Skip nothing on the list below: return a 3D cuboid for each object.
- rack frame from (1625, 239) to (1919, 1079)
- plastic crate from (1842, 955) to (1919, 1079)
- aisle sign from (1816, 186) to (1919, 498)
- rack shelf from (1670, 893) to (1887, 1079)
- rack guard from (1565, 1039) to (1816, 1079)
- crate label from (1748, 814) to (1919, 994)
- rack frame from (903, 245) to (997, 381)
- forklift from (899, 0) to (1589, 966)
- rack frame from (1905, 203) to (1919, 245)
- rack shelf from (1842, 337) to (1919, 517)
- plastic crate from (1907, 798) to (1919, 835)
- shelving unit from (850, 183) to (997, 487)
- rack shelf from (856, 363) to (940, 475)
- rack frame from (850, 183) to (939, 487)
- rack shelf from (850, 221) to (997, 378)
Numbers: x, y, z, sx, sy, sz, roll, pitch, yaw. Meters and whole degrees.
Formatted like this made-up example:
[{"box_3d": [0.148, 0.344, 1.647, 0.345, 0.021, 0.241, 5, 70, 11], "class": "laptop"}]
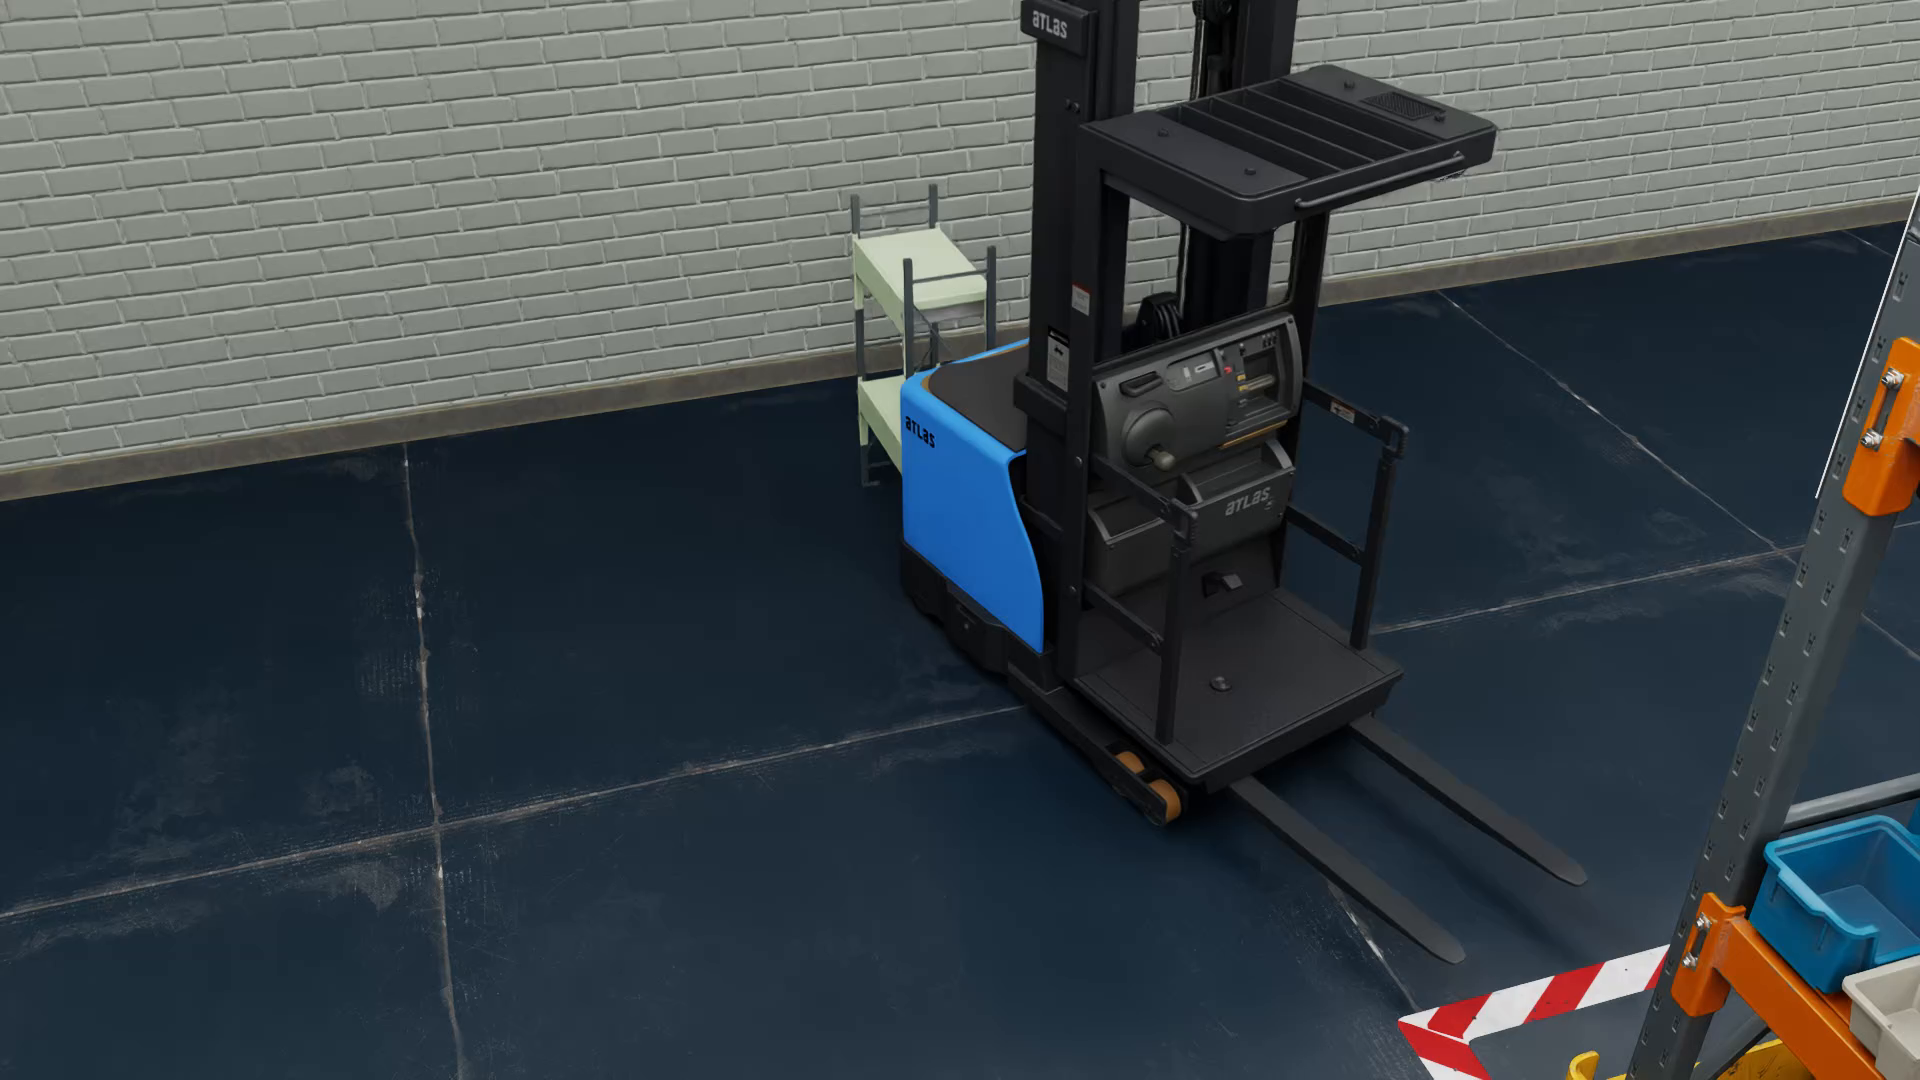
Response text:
[{"box_3d": [2.305, 0.622, 4.088, 1.000, 3.000, 0.127, -10, 35, -15], "class": "rack frame"}, {"box_3d": [2.086, 1.074, 3.589, 0.250, 0.136, 0.298, -10, 35, -15], "class": "plastic crate"}, {"box_3d": [2.000, -0.451, 3.353, 0.394, 0.787, 0.004, -10, 35, -15], "class": "aisle sign"}, {"box_3d": [2.915, 1.972, 2.698, 1.077, 0.370, 4.000, -10, 35, -15], "class": "rack shelf"}, {"box_3d": [2.285, 1.654, 4.793, 1.175, 0.500, 0.348, -10, 35, -15], "class": "rack guard"}, {"box_3d": [2.067, 0.852, 3.838, 0.416, 0.233, 0.303, -10, 35, -15], "class": "crate label"}, {"box_3d": [-0.041, -0.550, 7.221, 0.400, 1.500, 0.023, -11, 35, -17], "class": "rack frame"}, {"box_3d": [0.989, -0.473, 5.807, 1.130, 2.935, 3.031, -21, 39, -28], "class": "forklift"}, {"box_3d": [2.305, -1.881, 2.434, 1.000, 3.000, 0.127, -10, 35, -15], "class": "rack frame"}, {"box_3d": [2.915, 0.720, 1.871, 1.077, 0.370, 4.000, -10, 35, -15], "class": "rack shelf"}, {"box_3d": [2.585, 0.726, 3.843, 0.616, 0.435, 0.499, -10, 35, -15], "class": "plastic crate"}, {"box_3d": [-0.166, -0.739, 7.508, 0.431, 1.500, 0.755, -11, 35, -17], "class": "shelving unit"}, {"box_3d": [-0.166, -0.467, 7.688, 0.431, 0.370, 0.720, -11, 35, -17], "class": "rack shelf"}, {"box_3d": [-0.292, -0.929, 7.795, 0.400, 1.500, 0.023, -11, 35, -17], "class": "rack frame"}, {"box_3d": [-0.166, -1.065, 7.293, 0.431, 0.370, 0.720, -11, 35, -17], "class": "rack shelf"}]
